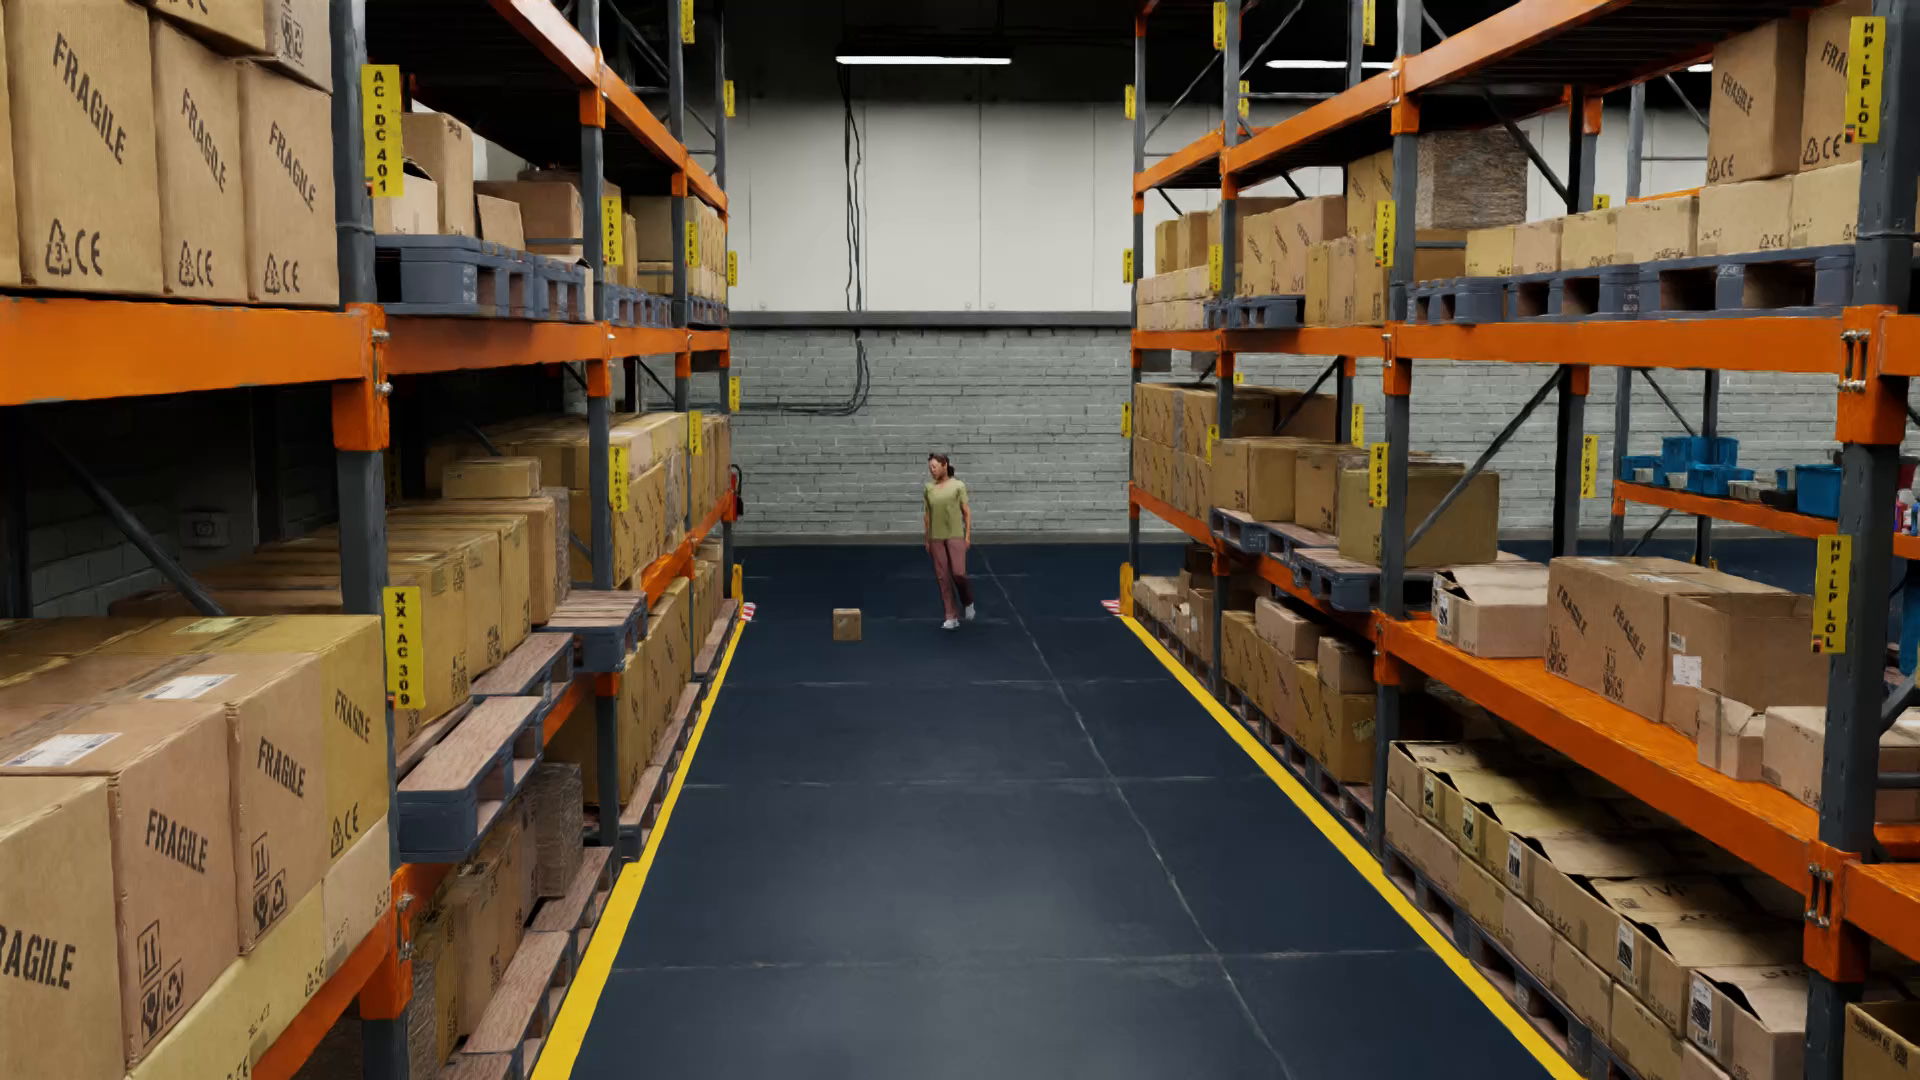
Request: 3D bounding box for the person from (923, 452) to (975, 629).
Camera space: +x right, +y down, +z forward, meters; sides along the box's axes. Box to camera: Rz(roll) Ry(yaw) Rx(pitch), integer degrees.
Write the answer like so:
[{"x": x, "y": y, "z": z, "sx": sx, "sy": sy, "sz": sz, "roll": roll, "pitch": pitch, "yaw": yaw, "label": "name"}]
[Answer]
[{"x": -0.123, "y": -0.007, "z": 15.706, "sx": 0.474, "sy": 1.653, "sz": 0.547, "roll": 2, "pitch": 7, "yaw": 14, "label": "person"}]
